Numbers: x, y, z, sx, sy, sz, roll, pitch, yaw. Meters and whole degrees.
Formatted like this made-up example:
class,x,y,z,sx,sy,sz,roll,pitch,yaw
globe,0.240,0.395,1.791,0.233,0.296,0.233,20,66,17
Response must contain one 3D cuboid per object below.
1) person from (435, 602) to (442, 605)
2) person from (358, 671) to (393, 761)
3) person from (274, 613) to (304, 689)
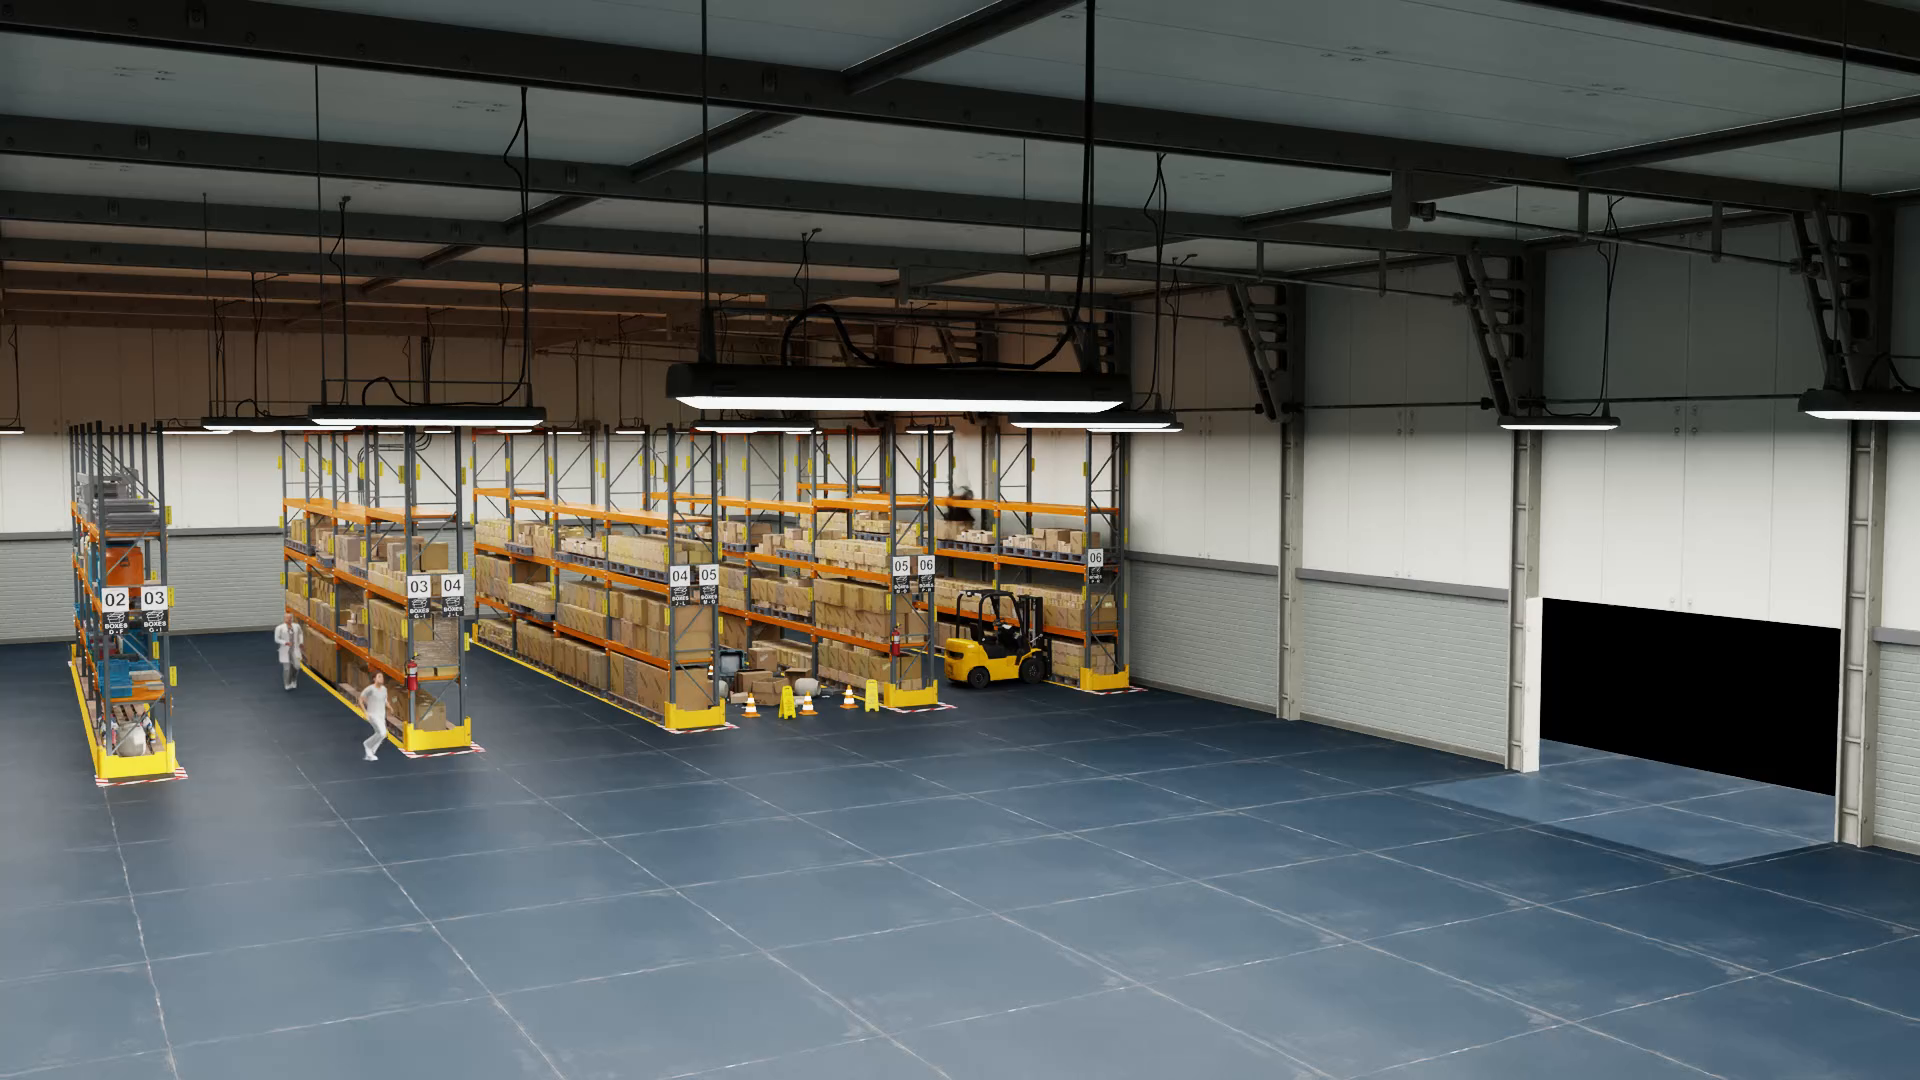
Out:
class,x,y,z,sx,sy,sz,roll,pitch,yaw
person,-14.145,2.100,45.034,0.677,1.716,0.911,-1,4,-21
person,-10.294,3.111,29.383,0.603,1.592,0.528,2,4,26
person,-15.136,2.525,37.585,0.673,1.729,0.712,-2,4,-35
